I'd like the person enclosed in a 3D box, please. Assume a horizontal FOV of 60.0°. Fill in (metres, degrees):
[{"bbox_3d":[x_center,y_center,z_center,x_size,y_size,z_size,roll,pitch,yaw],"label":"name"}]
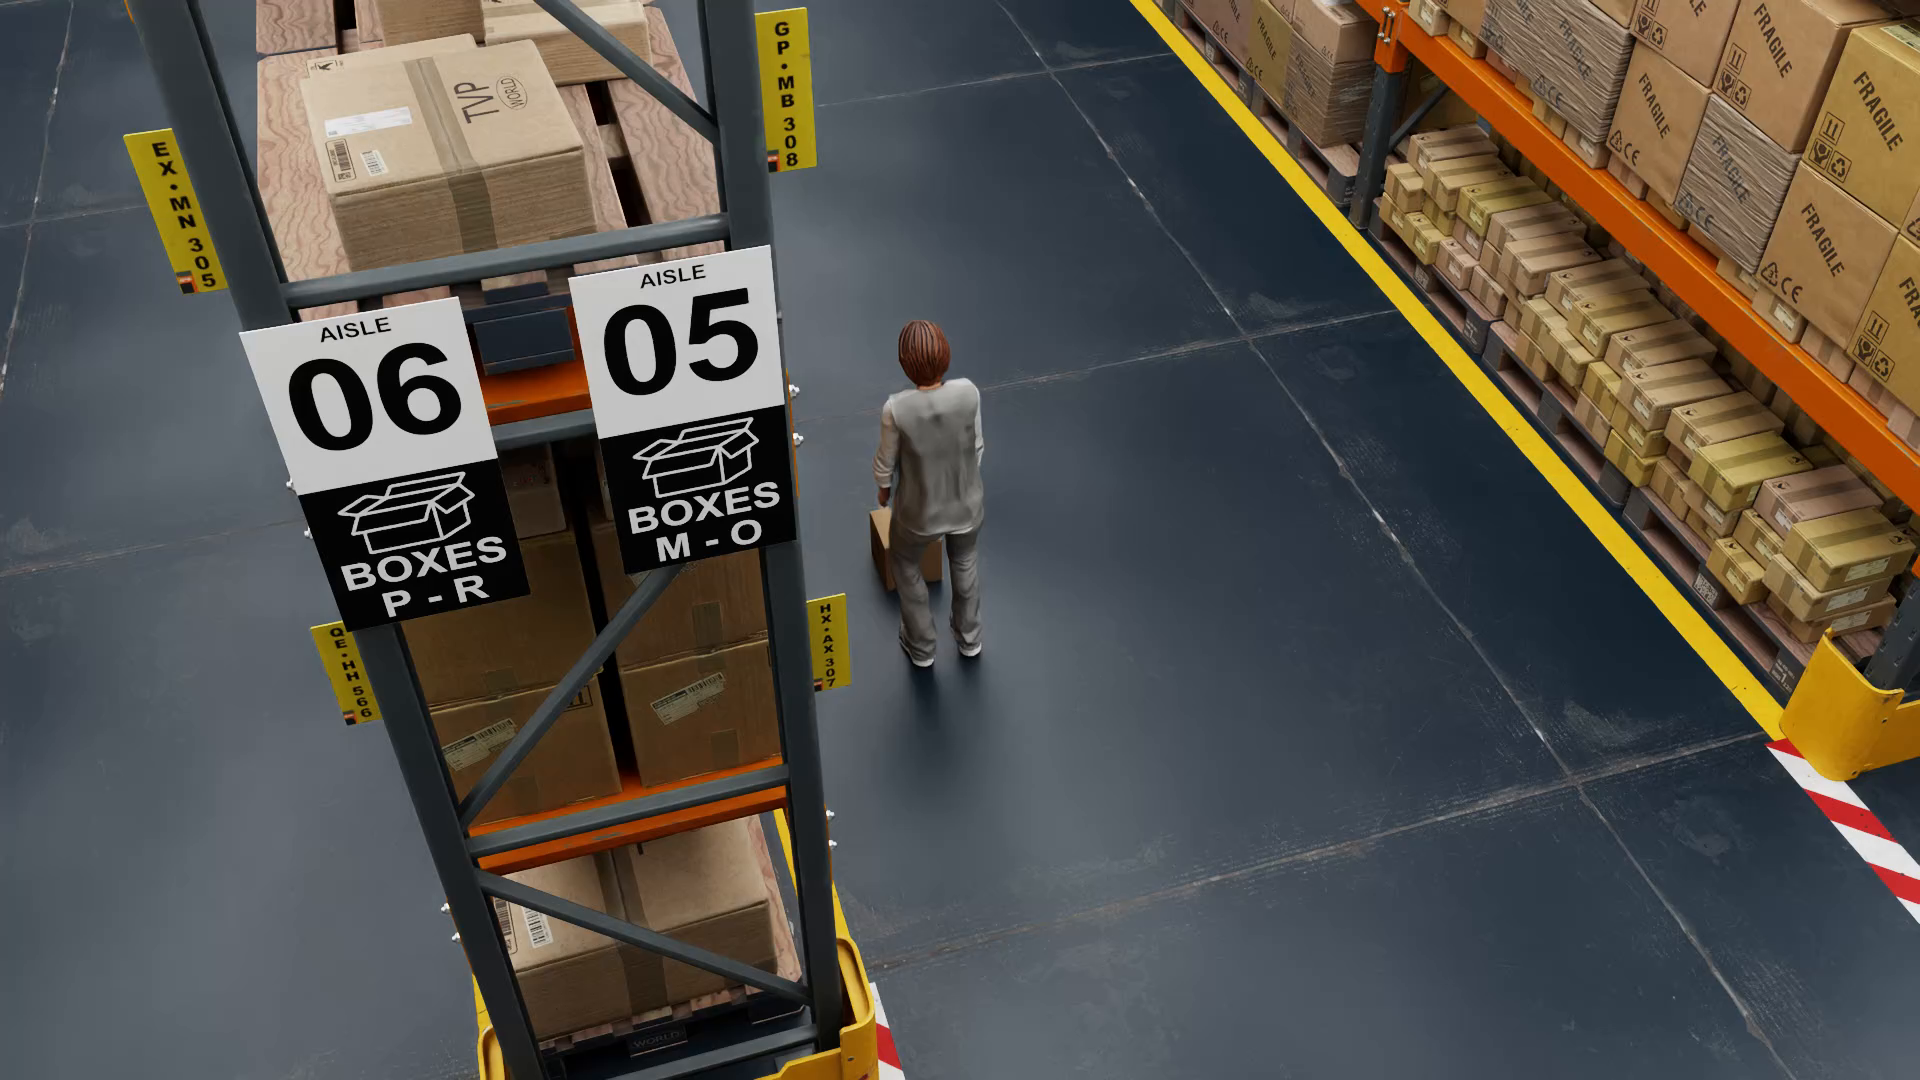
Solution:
[{"bbox_3d":[-0.114,-0.129,6.355,0.426,1.542,0.382,-11,44,-12],"label":"person"}]
